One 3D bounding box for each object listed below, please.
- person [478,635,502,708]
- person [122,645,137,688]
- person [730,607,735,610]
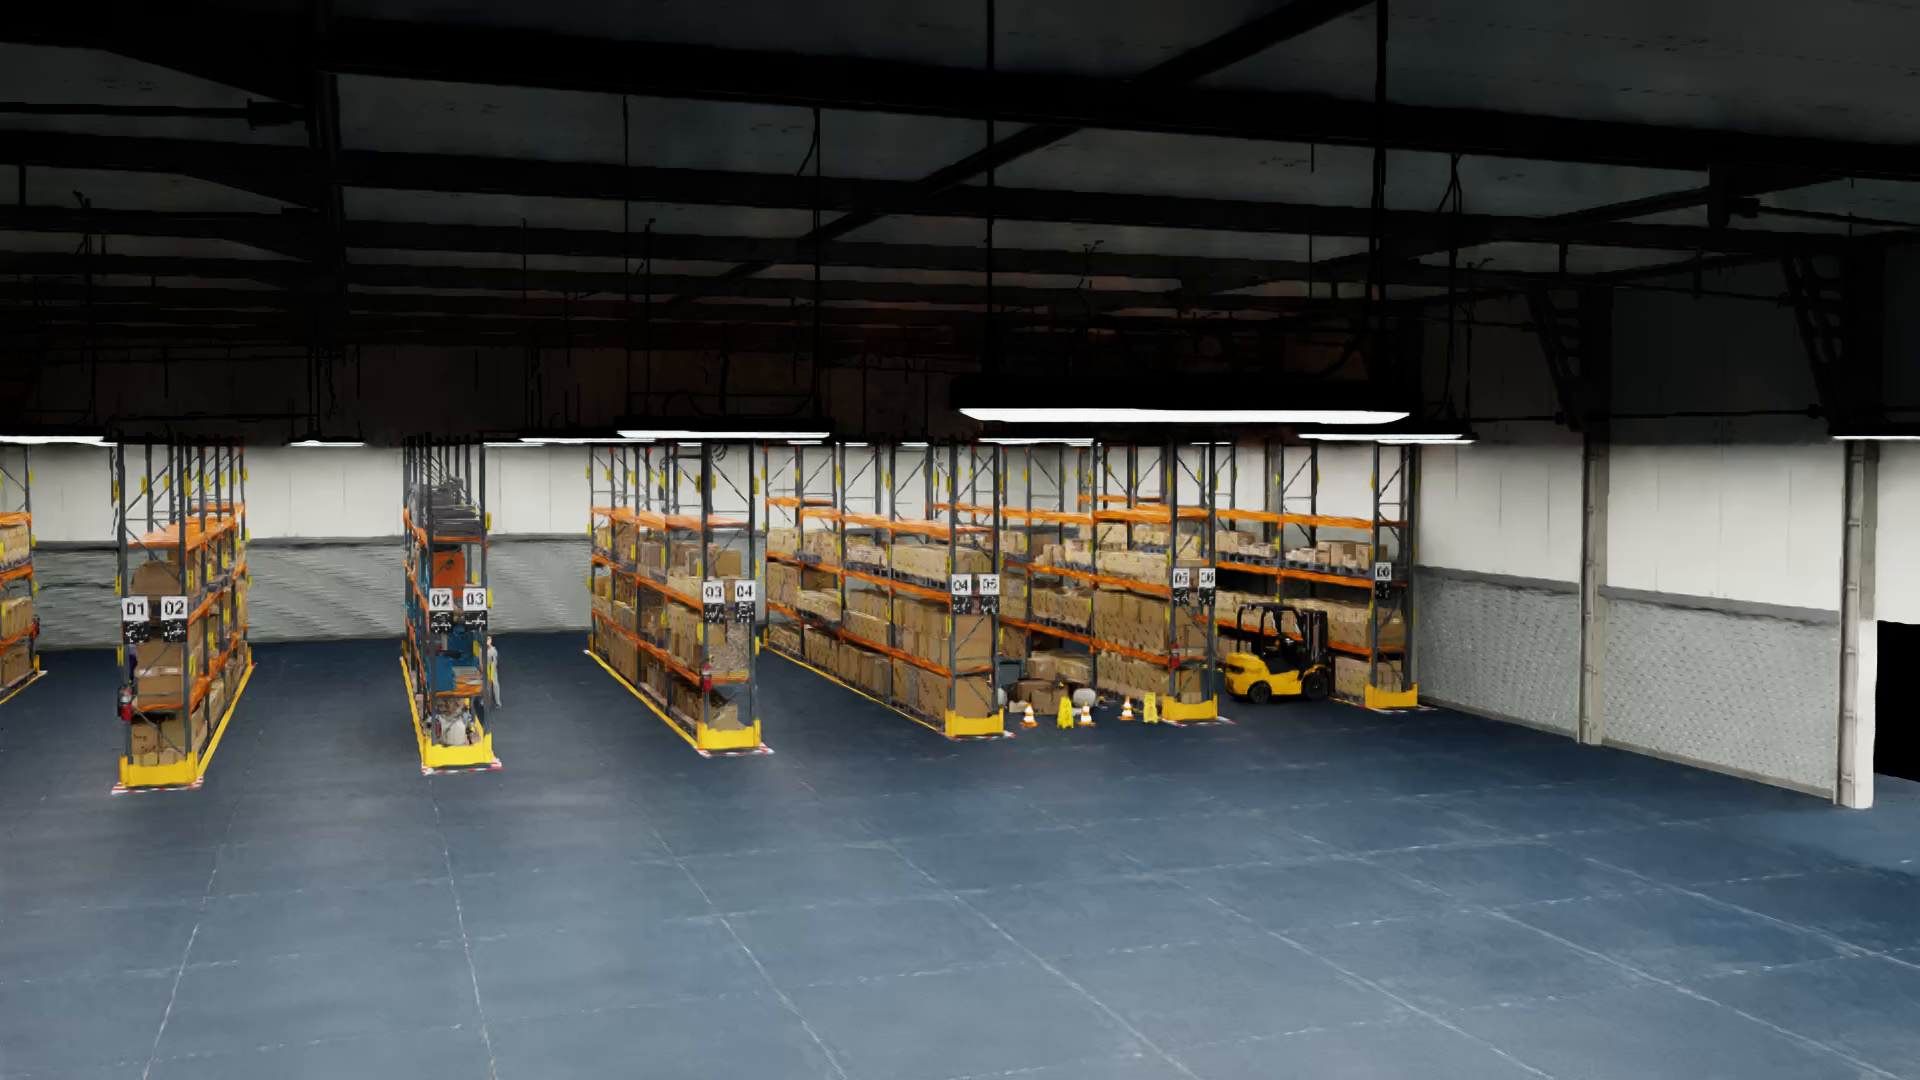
[{"bbox_3d":[-10.392,2.877,36.601,0.443,1.605,1.017,-2,4,-29],"label":"person"},{"bbox_3d":[-19.213,2.749,38.810,0.625,1.530,0.503,-1,3,-21],"label":"person"},{"bbox_3d":[-6.671,2.305,48.873,0.441,1.405,0.913,0,3,-3],"label":"person"}]
